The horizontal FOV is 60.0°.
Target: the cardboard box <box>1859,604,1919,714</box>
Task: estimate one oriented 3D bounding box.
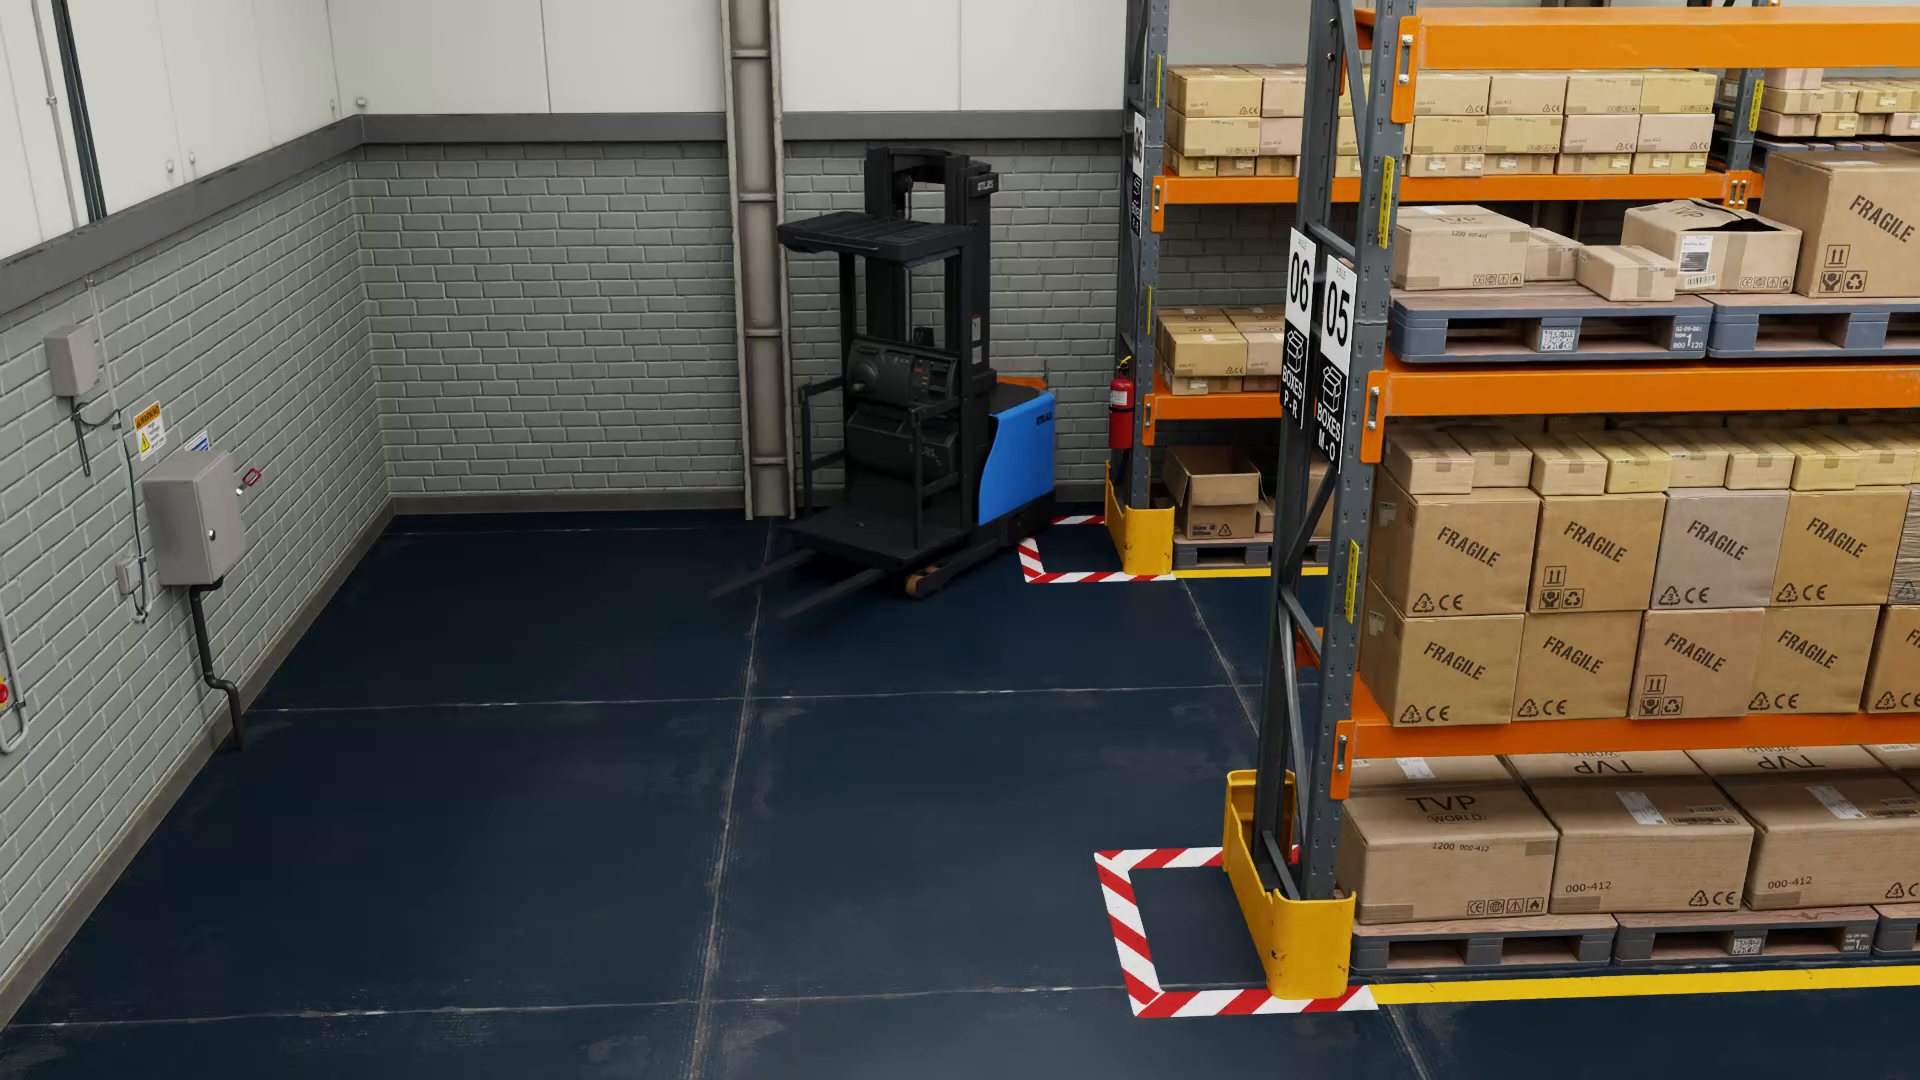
[{"bbox_3d":[4.068,0.410,7.187,0.500,0.500,0.500,-1,21,-4],"label":"cardboard box"}]

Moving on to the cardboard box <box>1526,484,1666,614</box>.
[{"bbox_3d":[2.548,-0.026,6.926,0.500,0.500,0.500,-2,21,-5],"label":"cardboard box"}]

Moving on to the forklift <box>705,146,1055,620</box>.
[{"bbox_3d":[-0.535,-1.157,11.540,1.130,2.935,3.031,14,25,33],"label":"forklift"}]

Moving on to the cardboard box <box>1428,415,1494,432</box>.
[{"bbox_3d":[2.137,-0.499,7.259,0.250,0.149,0.380,-1,21,-2],"label":"cardboard box"}]

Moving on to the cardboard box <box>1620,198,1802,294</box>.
[{"bbox_3d":[3.035,-1.206,6.751,0.500,0.311,0.500,-1,21,-2],"label":"cardboard box"}]

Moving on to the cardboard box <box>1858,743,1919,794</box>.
[{"bbox_3d":[4.898,1.305,7.989,0.875,0.438,0.875,-1,21,-4],"label":"cardboard box"}]

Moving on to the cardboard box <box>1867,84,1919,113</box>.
[{"bbox_3d":[6.341,-2.986,11.238,0.250,0.149,0.380,-1,21,-4],"label":"cardboard box"}]

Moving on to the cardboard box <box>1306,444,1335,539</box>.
[{"bbox_3d":[2.722,-0.363,12.283,0.500,0.500,0.700,0,21,-1],"label":"cardboard box"}]

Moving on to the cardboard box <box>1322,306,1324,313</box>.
[{"bbox_3d":[2.704,-1.544,12.254,0.500,0.250,0.500,-1,21,-1],"label":"cardboard box"}]

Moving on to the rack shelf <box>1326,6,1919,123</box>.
[{"bbox_3d":[3.534,-1.911,6.567,4.000,0.370,1.077,-1,21,-3],"label":"rack shelf"}]

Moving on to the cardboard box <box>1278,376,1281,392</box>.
[{"bbox_3d":[2.362,-1.168,11.825,0.250,0.149,0.380,-1,21,-1],"label":"cardboard box"}]

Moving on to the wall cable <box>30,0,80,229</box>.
[{"bbox_3d":[-4.166,-2.445,6.396,0.029,3.000,2.355,-1,21,-3],"label":"wall cable"}]

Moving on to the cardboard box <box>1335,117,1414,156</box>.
[{"bbox_3d":[2.727,-2.759,11.230,0.500,0.250,0.500,-2,21,-5],"label":"cardboard box"}]

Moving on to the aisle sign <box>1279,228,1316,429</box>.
[{"bbox_3d":[1.448,-0.914,7.151,0.004,0.787,0.394,-1,21,-3],"label":"aisle sign"}]

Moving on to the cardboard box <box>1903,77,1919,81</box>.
[{"bbox_3d":[6.830,-3.156,11.684,0.250,0.149,0.380,-1,21,-3],"label":"cardboard box"}]

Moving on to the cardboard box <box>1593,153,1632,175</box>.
[{"bbox_3d":[4.389,-2.600,11.373,0.250,0.149,0.380,0,21,-1],"label":"cardboard box"}]

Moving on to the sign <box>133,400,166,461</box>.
[{"bbox_3d":[-4.268,-0.578,8.764,0.001,0.242,0.339,-1,21,-3],"label":"sign"}]

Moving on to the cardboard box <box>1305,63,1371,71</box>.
[{"bbox_3d":[2.712,-3.190,11.659,0.500,0.250,0.500,-1,21,-3],"label":"cardboard box"}]

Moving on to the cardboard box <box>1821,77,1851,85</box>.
[{"bbox_3d":[6.041,-3.170,11.719,0.250,0.149,0.380,-2,21,-4],"label":"cardboard box"}]

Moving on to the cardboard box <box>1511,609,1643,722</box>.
[{"bbox_3d":[2.537,0.435,7.121,0.500,0.500,0.500,-1,21,-4],"label":"cardboard box"}]

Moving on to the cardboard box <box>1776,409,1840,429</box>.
[{"bbox_3d":[3.679,-0.550,7.392,0.250,0.149,0.380,-1,21,-3],"label":"cardboard box"}]

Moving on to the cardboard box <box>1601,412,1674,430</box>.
[{"bbox_3d":[2.908,-0.505,7.274,0.250,0.149,0.380,-1,21,-4],"label":"cardboard box"}]

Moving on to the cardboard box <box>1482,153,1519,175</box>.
[{"bbox_3d":[3.623,-2.595,11.358,0.250,0.149,0.380,-1,21,-3],"label":"cardboard box"}]

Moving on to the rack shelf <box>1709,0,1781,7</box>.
[{"bbox_3d":[7.241,-3.756,11.411,4.000,0.370,1.077,-1,21,-3],"label":"rack shelf"}]

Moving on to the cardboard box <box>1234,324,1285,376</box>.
[{"bbox_3d":[2.222,-1.346,11.733,0.500,0.250,0.500,-1,21,-2],"label":"cardboard box"}]

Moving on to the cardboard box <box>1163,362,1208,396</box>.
[{"bbox_3d":[1.594,-1.145,11.766,0.250,0.149,0.380,-1,21,-3],"label":"cardboard box"}]

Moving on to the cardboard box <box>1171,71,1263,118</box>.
[{"bbox_3d":[1.708,-2.977,11.100,0.500,0.250,0.500,-1,21,-4],"label":"cardboard box"}]

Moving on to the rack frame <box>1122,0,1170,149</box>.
[{"bbox_3d":[1.250,-4.157,10.892,0.127,3.000,1.000,-1,21,-3],"label":"rack frame"}]

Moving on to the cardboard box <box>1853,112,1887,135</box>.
[{"bbox_3d":[6.073,-2.859,11.322,0.250,0.149,0.380,-1,21,-3],"label":"cardboard box"}]

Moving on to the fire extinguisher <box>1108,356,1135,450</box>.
[{"bbox_3d":[1.130,-0.976,11.600,0.183,0.674,0.296,-1,21,-3],"label":"fire extinguisher"}]

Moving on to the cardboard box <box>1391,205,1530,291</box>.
[{"bbox_3d":[1.982,-1.206,6.837,0.500,0.250,0.500,-3,21,-8],"label":"cardboard box"}]

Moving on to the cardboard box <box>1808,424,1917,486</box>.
[{"bbox_3d":[3.717,-0.355,6.881,0.250,0.149,0.380,-1,21,-3],"label":"cardboard box"}]

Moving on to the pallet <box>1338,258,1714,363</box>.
[{"bbox_3d":[2.278,-0.969,6.860,1.213,0.211,1.003,-1,21,-3],"label":"pallet"}]

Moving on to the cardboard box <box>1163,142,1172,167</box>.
[{"bbox_3d":[1.557,-2.726,11.703,0.250,0.149,0.380,-1,21,-2],"label":"cardboard box"}]

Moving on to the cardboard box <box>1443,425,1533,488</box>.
[{"bbox_3d":[2.165,-0.347,6.858,0.250,0.149,0.380,-1,21,-2],"label":"cardboard box"}]

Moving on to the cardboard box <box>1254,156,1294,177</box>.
[{"bbox_3d":[2.099,-2.575,11.307,0.250,0.149,0.380,-1,21,-3],"label":"cardboard box"}]

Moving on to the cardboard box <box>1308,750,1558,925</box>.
[{"bbox_3d":[2.191,1.362,7.838,0.875,0.438,0.875,-2,21,-5],"label":"cardboard box"}]

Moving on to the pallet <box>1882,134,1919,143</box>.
[{"bbox_3d":[6.934,-2.759,11.700,1.003,0.211,1.213,-1,21,-3],"label":"pallet"}]

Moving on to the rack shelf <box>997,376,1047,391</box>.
[{"bbox_3d":[0.422,-1.175,12.940,0.480,0.148,0.258,1,20,-4],"label":"rack shelf"}]

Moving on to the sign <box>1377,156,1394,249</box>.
[{"bbox_3d":[1.563,-1.240,6.107,0.005,0.325,0.100,-1,21,-3],"label":"sign"}]

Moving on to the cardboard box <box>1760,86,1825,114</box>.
[{"bbox_3d":[5.567,-2.951,11.145,0.250,0.149,0.380,-1,21,-1],"label":"cardboard box"}]

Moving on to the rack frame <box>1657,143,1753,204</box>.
[{"bbox_3d":[5.244,-1.434,12.173,0.127,3.000,1.000,-1,21,-3],"label":"rack frame"}]

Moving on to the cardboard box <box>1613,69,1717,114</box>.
[{"bbox_3d":[4.754,-3.043,11.272,0.500,0.250,0.500,-1,21,-3],"label":"cardboard box"}]

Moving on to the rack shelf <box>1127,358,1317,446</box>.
[{"bbox_3d":[3.247,-1.058,12.194,4.000,0.370,1.077,-1,21,-3],"label":"rack shelf"}]

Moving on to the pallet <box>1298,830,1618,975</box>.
[{"bbox_3d":[2.331,1.669,7.940,1.213,0.211,1.003,-1,21,-3],"label":"pallet"}]

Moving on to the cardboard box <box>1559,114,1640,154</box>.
[{"bbox_3d":[4.258,-2.792,11.316,0.500,0.250,0.500,-2,21,-5],"label":"cardboard box"}]

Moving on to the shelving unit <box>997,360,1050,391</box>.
[{"bbox_3d":[0.408,-0.806,13.075,0.503,1.200,0.258,1,20,-4],"label":"shelving unit"}]

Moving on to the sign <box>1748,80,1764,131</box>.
[{"bbox_3d":[5.283,-2.885,11.041,0.005,0.325,0.100,-1,21,-3],"label":"sign"}]

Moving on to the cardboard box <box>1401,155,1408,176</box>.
[{"bbox_3d":[2.859,-2.579,11.315,0.250,0.149,0.380,-1,21,-4],"label":"cardboard box"}]

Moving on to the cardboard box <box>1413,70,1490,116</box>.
[{"bbox_3d":[3.226,-3.010,11.186,0.500,0.250,0.500,-1,21,-2],"label":"cardboard box"}]

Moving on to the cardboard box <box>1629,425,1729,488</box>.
[{"bbox_3d":[2.952,-0.347,6.859,0.250,0.149,0.380,-1,21,-3],"label":"cardboard box"}]

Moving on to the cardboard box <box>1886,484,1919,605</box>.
[{"bbox_3d":[4.061,-0.056,7.008,0.500,0.500,0.500,-1,21,-2],"label":"cardboard box"}]
